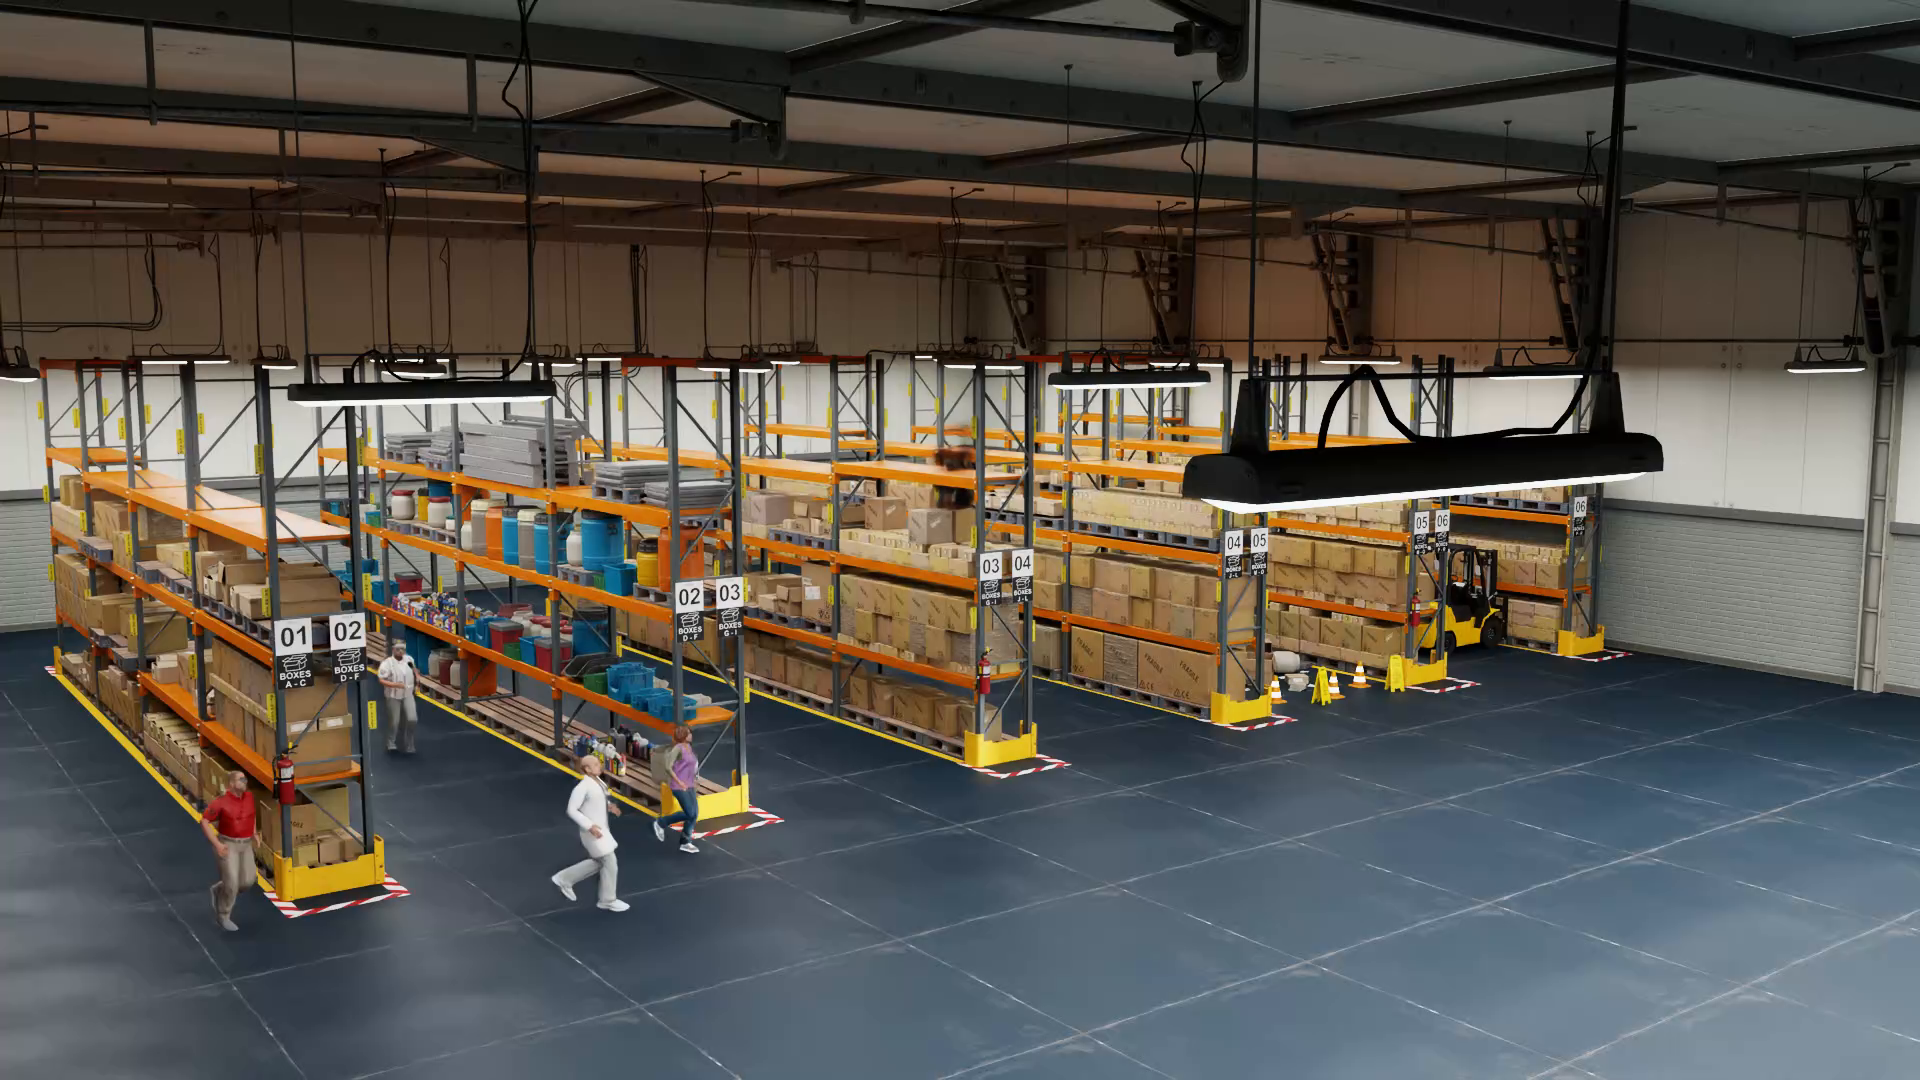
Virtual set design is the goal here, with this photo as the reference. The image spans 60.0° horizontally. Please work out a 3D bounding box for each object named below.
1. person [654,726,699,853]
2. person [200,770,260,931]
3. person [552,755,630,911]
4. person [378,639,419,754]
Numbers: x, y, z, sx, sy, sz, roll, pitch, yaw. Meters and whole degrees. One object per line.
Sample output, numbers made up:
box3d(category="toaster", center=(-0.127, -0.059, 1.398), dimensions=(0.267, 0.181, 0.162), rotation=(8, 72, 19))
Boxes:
box3d(category="person", center=(-3.477, 3.085, 20.783), dimensions=(0.609, 1.527, 0.584), rotation=(2, 7, 14))
box3d(category="person", center=(-7.955, 3.352, 18.157), dimensions=(0.579, 1.682, 0.707), rotation=(3, 8, 26))
box3d(category="person", center=(-4.121, 3.253, 18.495), dimensions=(0.858, 1.775, 0.704), rotation=(0, 7, -2))
box3d(category="person", center=(-8.569, 2.424, 25.497), dimensions=(0.678, 1.852, 0.752), rotation=(-6, 9, -39))
